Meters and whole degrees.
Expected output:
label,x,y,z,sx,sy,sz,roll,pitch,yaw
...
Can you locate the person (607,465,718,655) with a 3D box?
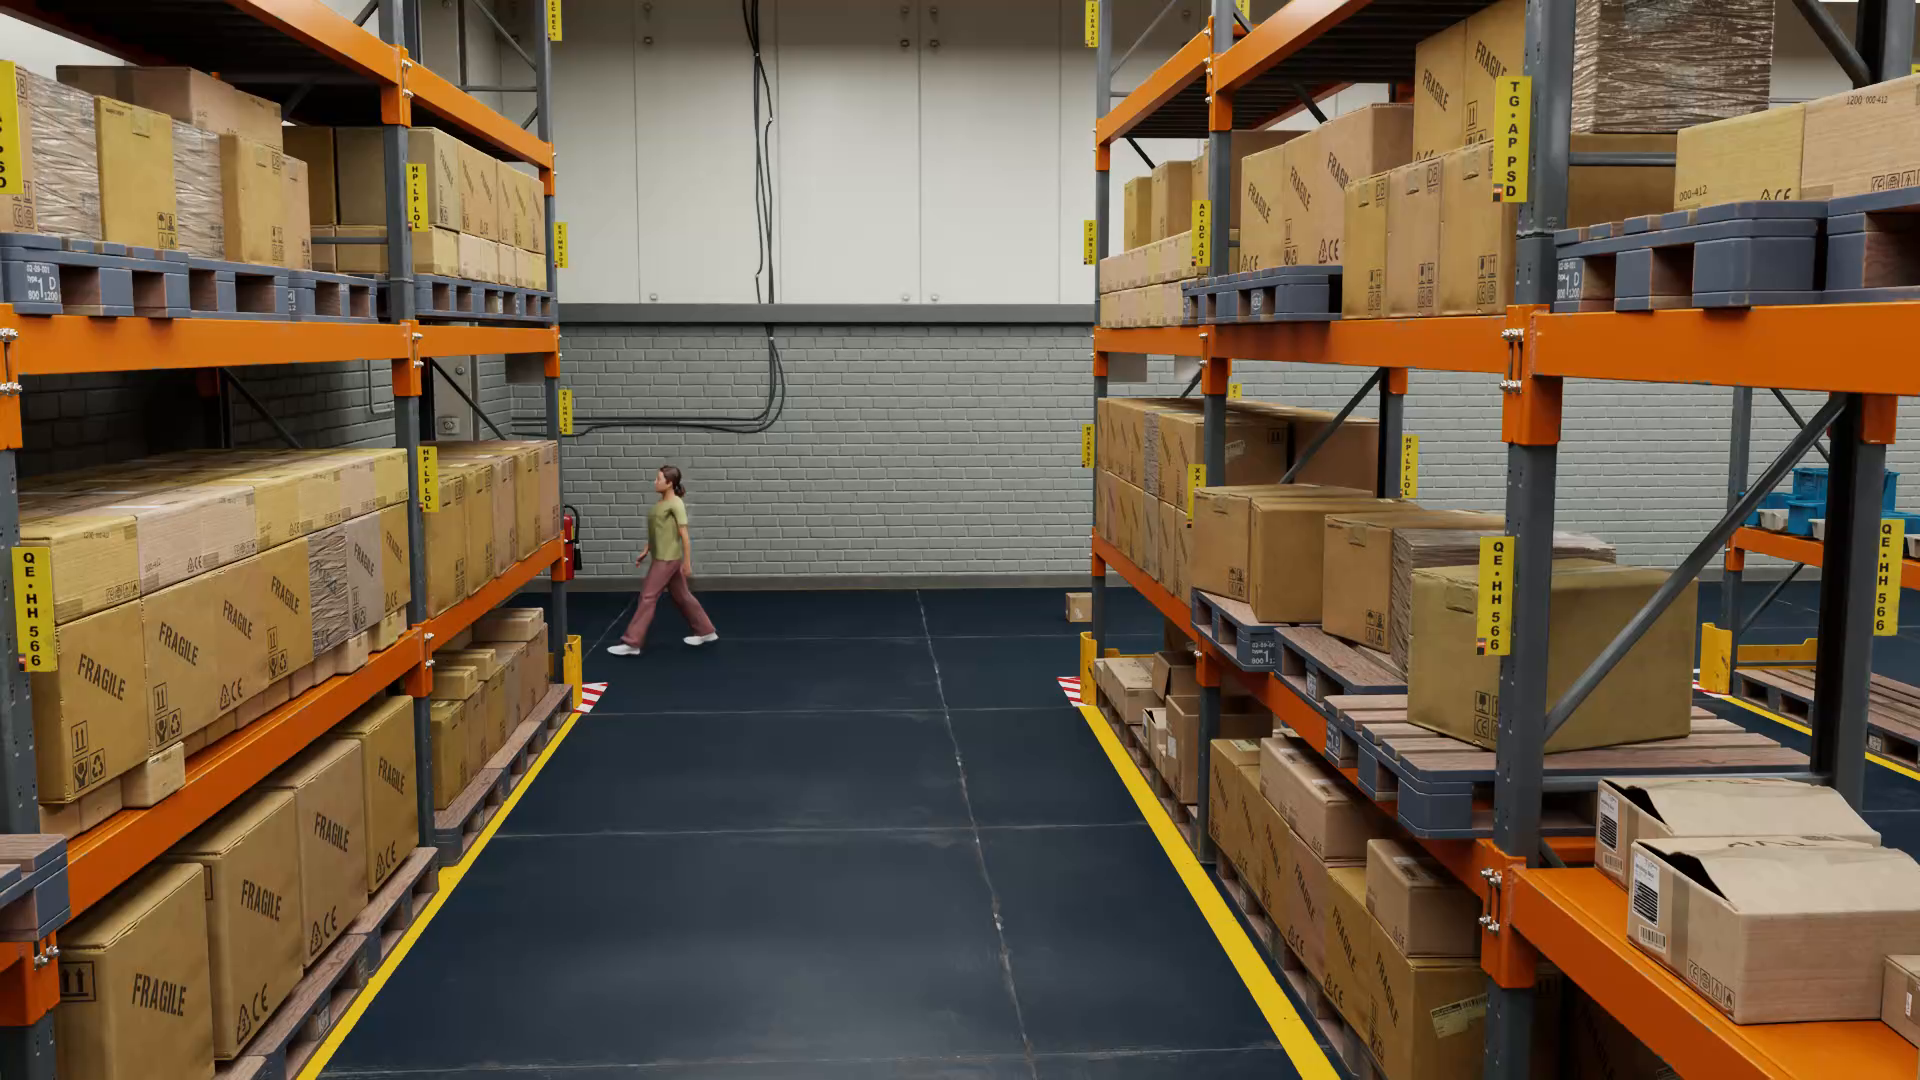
label,x,y,z,sx,sy,sz,roll,pitch,yaw
person,-2.603,0.161,14.430,1.020,1.618,0.465,-3,8,-25
